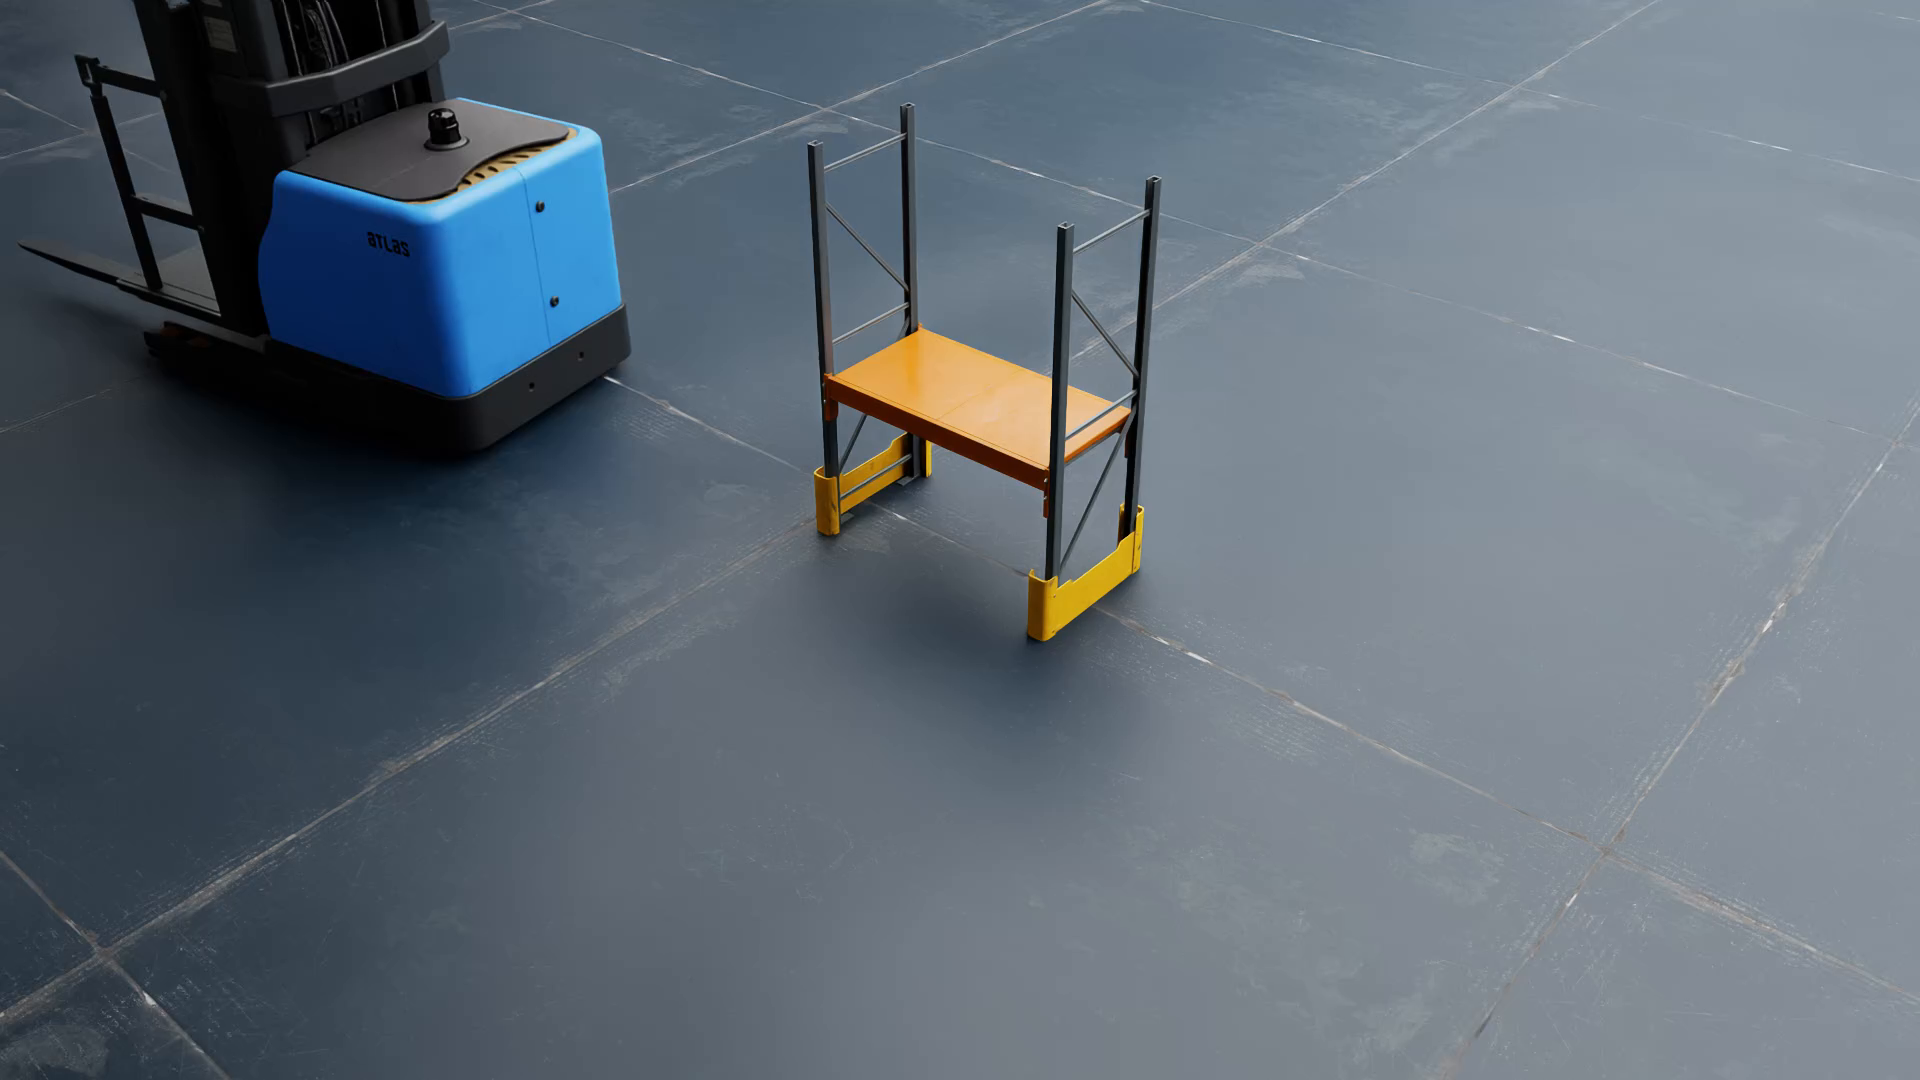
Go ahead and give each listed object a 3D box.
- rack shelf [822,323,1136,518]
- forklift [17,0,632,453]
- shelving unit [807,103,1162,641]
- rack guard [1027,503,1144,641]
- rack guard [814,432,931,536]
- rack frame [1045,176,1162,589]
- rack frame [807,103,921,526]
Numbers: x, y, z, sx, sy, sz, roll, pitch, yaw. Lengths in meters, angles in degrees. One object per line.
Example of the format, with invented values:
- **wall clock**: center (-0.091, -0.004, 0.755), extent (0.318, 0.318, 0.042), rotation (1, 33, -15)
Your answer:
- **rack shelf**: center (0.066, -0.439, 5.808), extent (1.000, 0.185, 0.538), rotation (25, 42, 32)
- **forklift**: center (-2.963, -2.159, 6.730), extent (3.031, 2.935, 1.130), rotation (18, 38, 25)
- **shelving unit**: center (0.059, -0.591, 5.711), extent (1.083, 1.500, 0.587), rotation (25, 42, 32)
- **rack guard**: center (0.441, 0.105, 5.802), extent (0.087, 0.250, 0.587), rotation (25, 42, 32)
- **rack guard**: center (-0.324, -0.256, 6.327), extent (0.087, 0.250, 0.587), rotation (25, 42, 32)
- **rack frame**: center (0.456, -0.403, 5.438), extent (0.032, 1.500, 0.500), rotation (25, 42, 32)
- **rack frame**: center (-0.325, -0.771, 5.974), extent (0.032, 1.500, 0.500), rotation (25, 42, 32)
